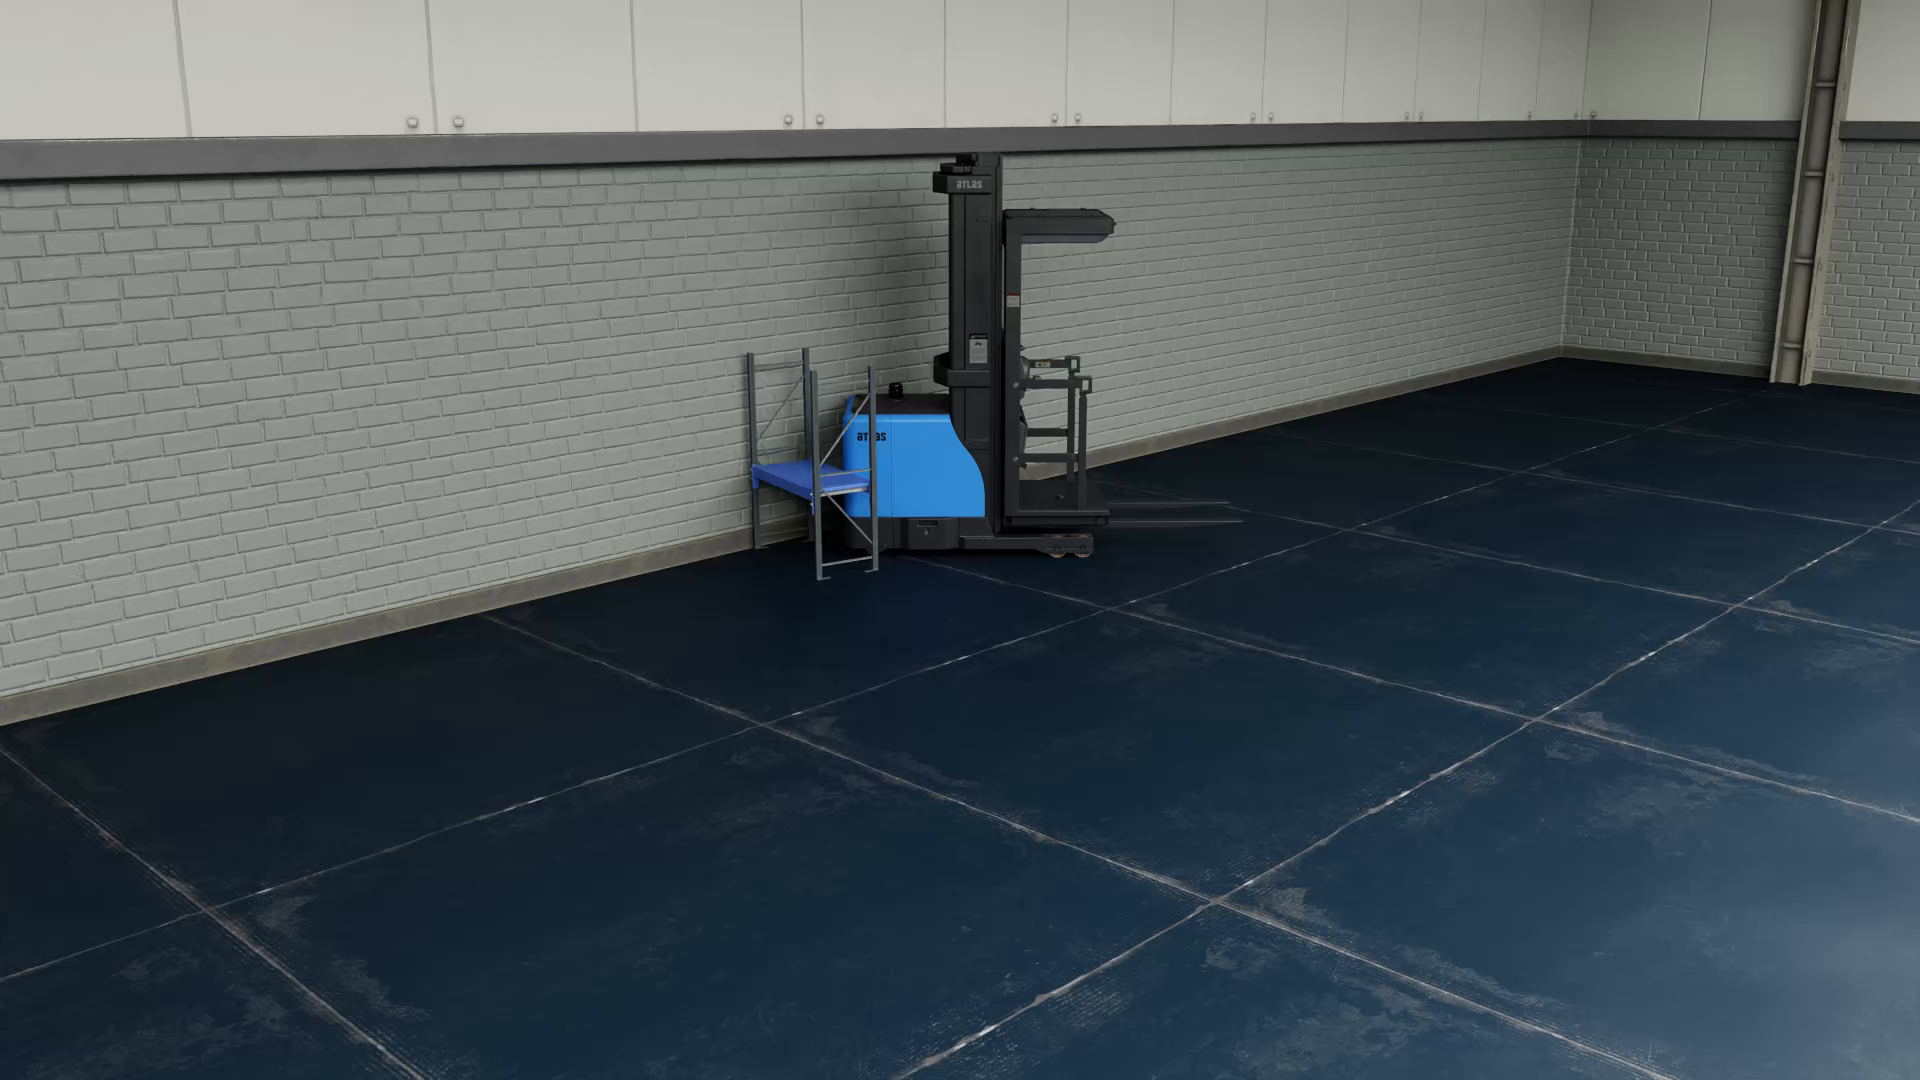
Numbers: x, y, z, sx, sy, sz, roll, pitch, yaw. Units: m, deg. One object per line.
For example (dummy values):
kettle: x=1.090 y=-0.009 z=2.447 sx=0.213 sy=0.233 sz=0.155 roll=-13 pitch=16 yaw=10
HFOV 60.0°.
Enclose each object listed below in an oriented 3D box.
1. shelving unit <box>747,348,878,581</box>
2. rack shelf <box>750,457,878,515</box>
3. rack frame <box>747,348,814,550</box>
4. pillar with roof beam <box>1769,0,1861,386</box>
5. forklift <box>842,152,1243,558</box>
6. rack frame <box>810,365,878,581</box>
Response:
shelving unit: x=-1.085 y=-0.582 z=12.189 sx=0.538 sy=1.500 sz=1.048 roll=-9 pitch=17 yaw=-31
rack shelf: x=-1.084 y=-0.408 z=12.234 sx=0.538 sy=0.185 sz=1.000 roll=-9 pitch=17 yaw=-31
rack frame: x=-1.355 y=-0.691 z=12.605 sx=0.500 sy=1.500 sz=0.032 roll=-9 pitch=17 yaw=-31
pillar with roof beam: x=7.166 y=-5.502 z=16.201 sx=0.400 sy=9.000 sz=9.100 roll=14 pitch=20 yaw=42
forklift: x=0.628 y=-1.421 z=12.573 sx=3.031 sy=2.935 sz=1.130 roll=0 pitch=15 yaw=-1
rack frame: x=-0.814 y=-0.474 z=11.772 sx=0.500 sy=1.500 sz=0.032 roll=-9 pitch=17 yaw=-31
